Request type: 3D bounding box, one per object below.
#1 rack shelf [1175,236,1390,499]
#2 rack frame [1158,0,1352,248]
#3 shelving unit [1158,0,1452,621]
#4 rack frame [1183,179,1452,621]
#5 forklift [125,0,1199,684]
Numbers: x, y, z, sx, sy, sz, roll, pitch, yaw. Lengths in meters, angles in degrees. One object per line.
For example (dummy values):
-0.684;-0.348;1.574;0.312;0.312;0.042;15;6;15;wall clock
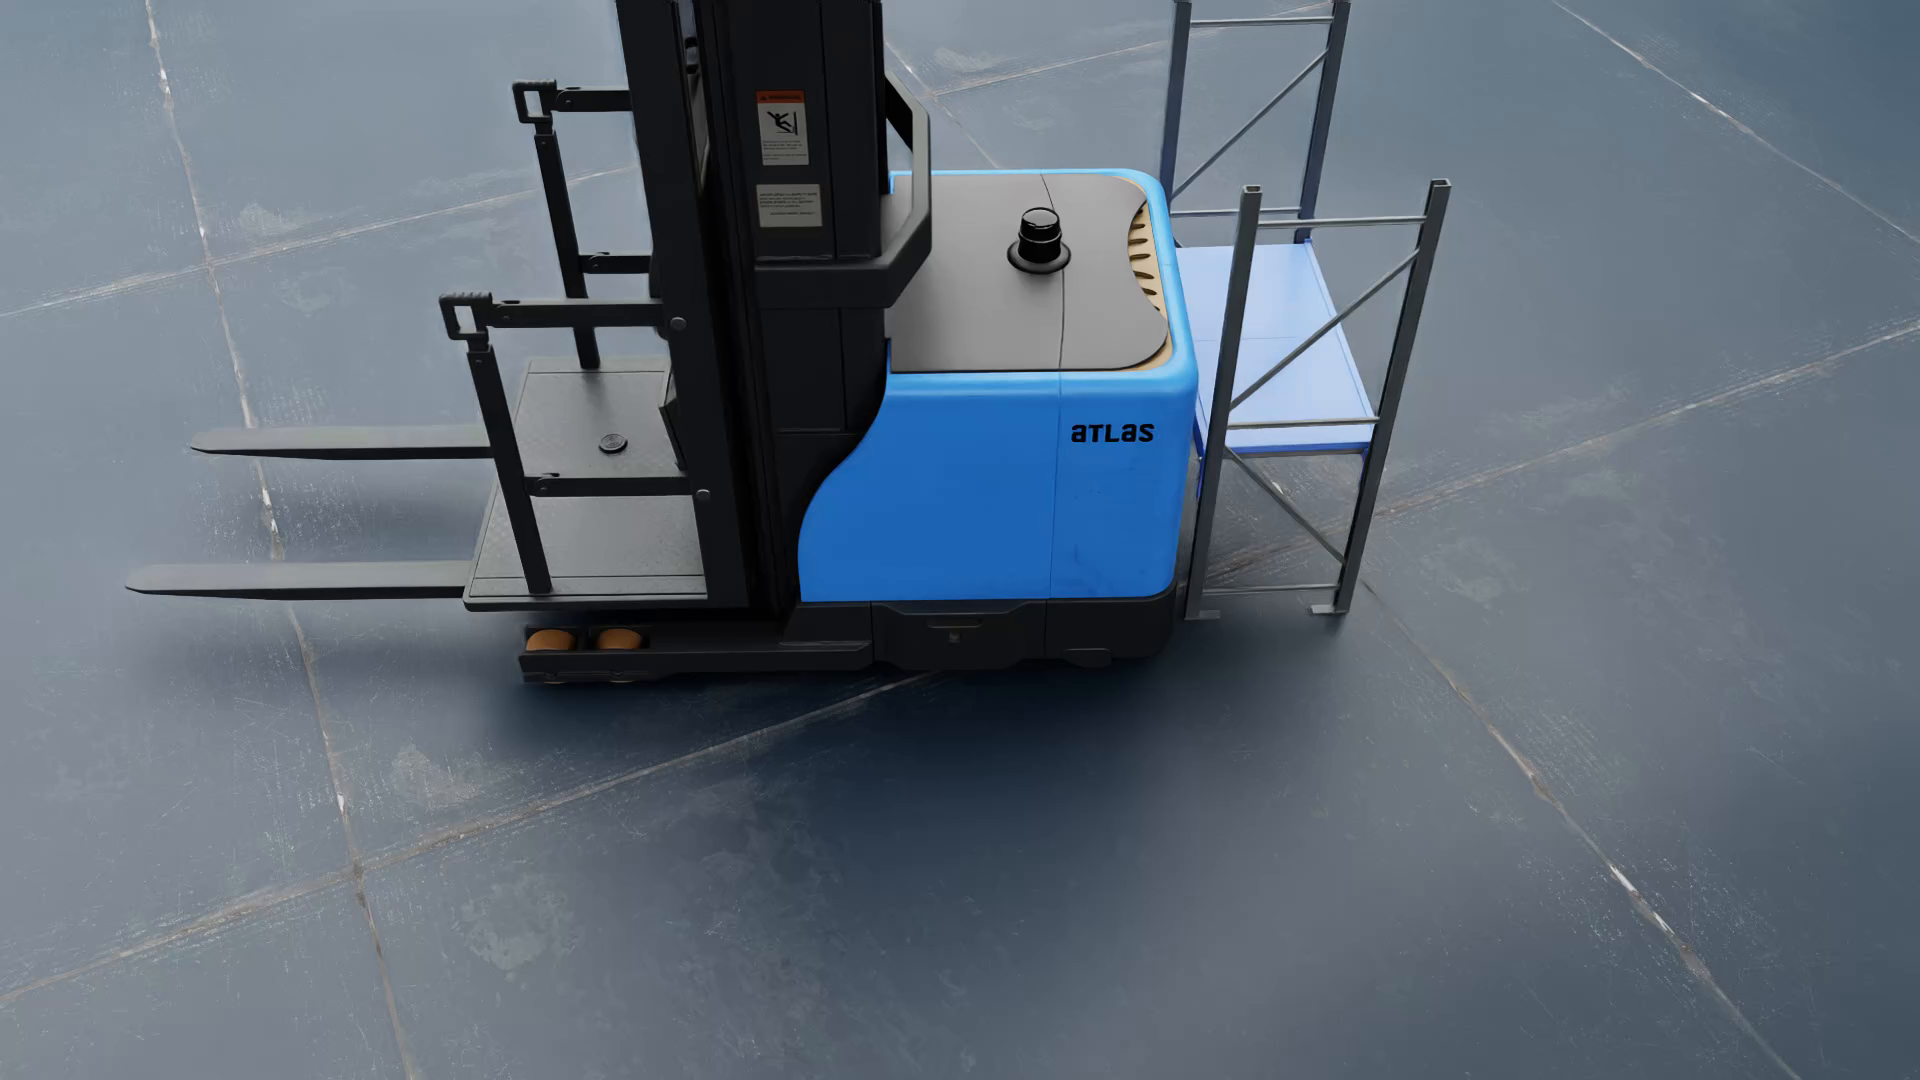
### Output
0.893;-0.541;4.986;0.538;0.185;1.000;-2;45;-3;rack shelf
0.862;-1.025;5.221;0.500;1.500;0.032;-2;45;-3;rack frame
0.893;-0.669;4.860;0.538;1.500;1.048;-2;45;-3;shelving unit
0.924;-0.313;4.499;0.500;1.500;0.032;-2;45;-3;rack frame
-0.904;-1.003;4.179;3.031;2.935;1.130;-1;45;-1;forklift
